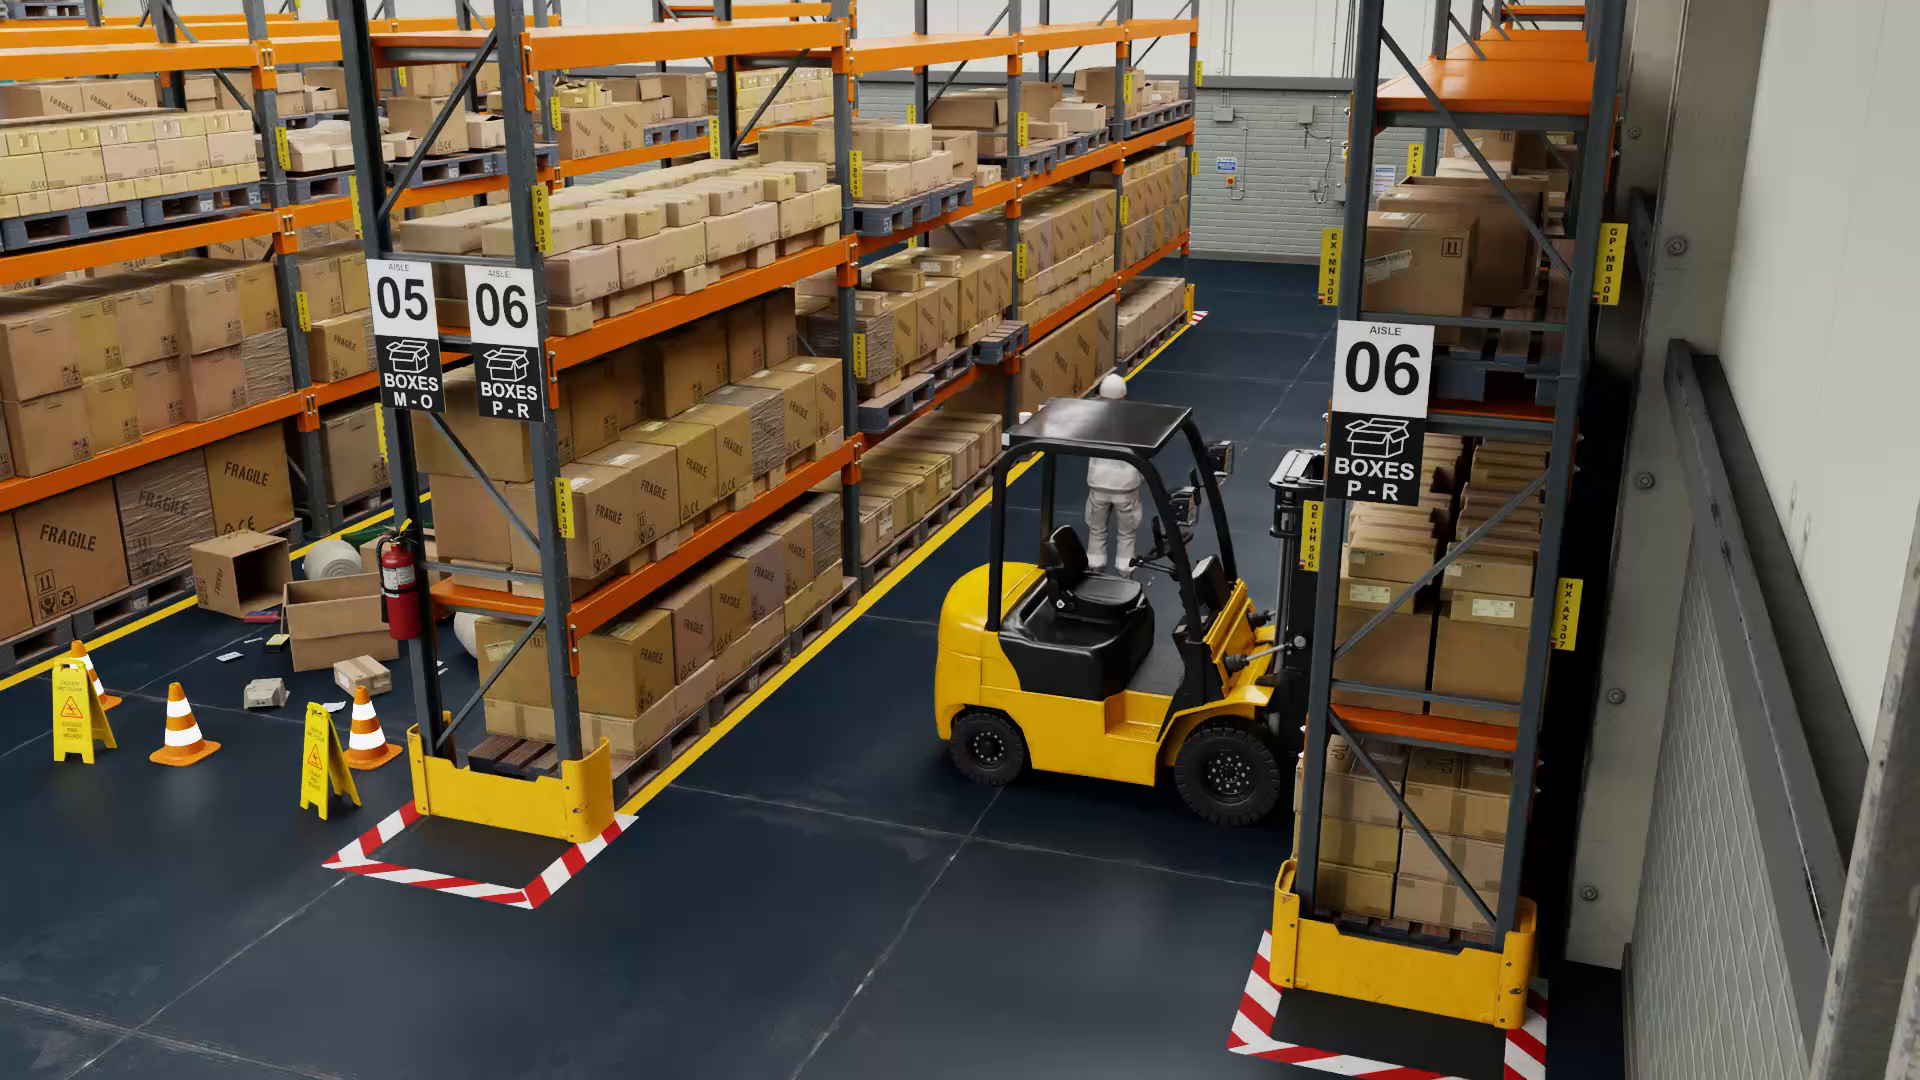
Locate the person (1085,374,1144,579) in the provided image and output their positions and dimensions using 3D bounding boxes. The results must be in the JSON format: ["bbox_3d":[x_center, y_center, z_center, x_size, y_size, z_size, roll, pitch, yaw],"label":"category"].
[{"bbox_3d":[1.198,-0.431,12.816,0.495,1.785,0.561,7,20,19],"label":"person"}]
